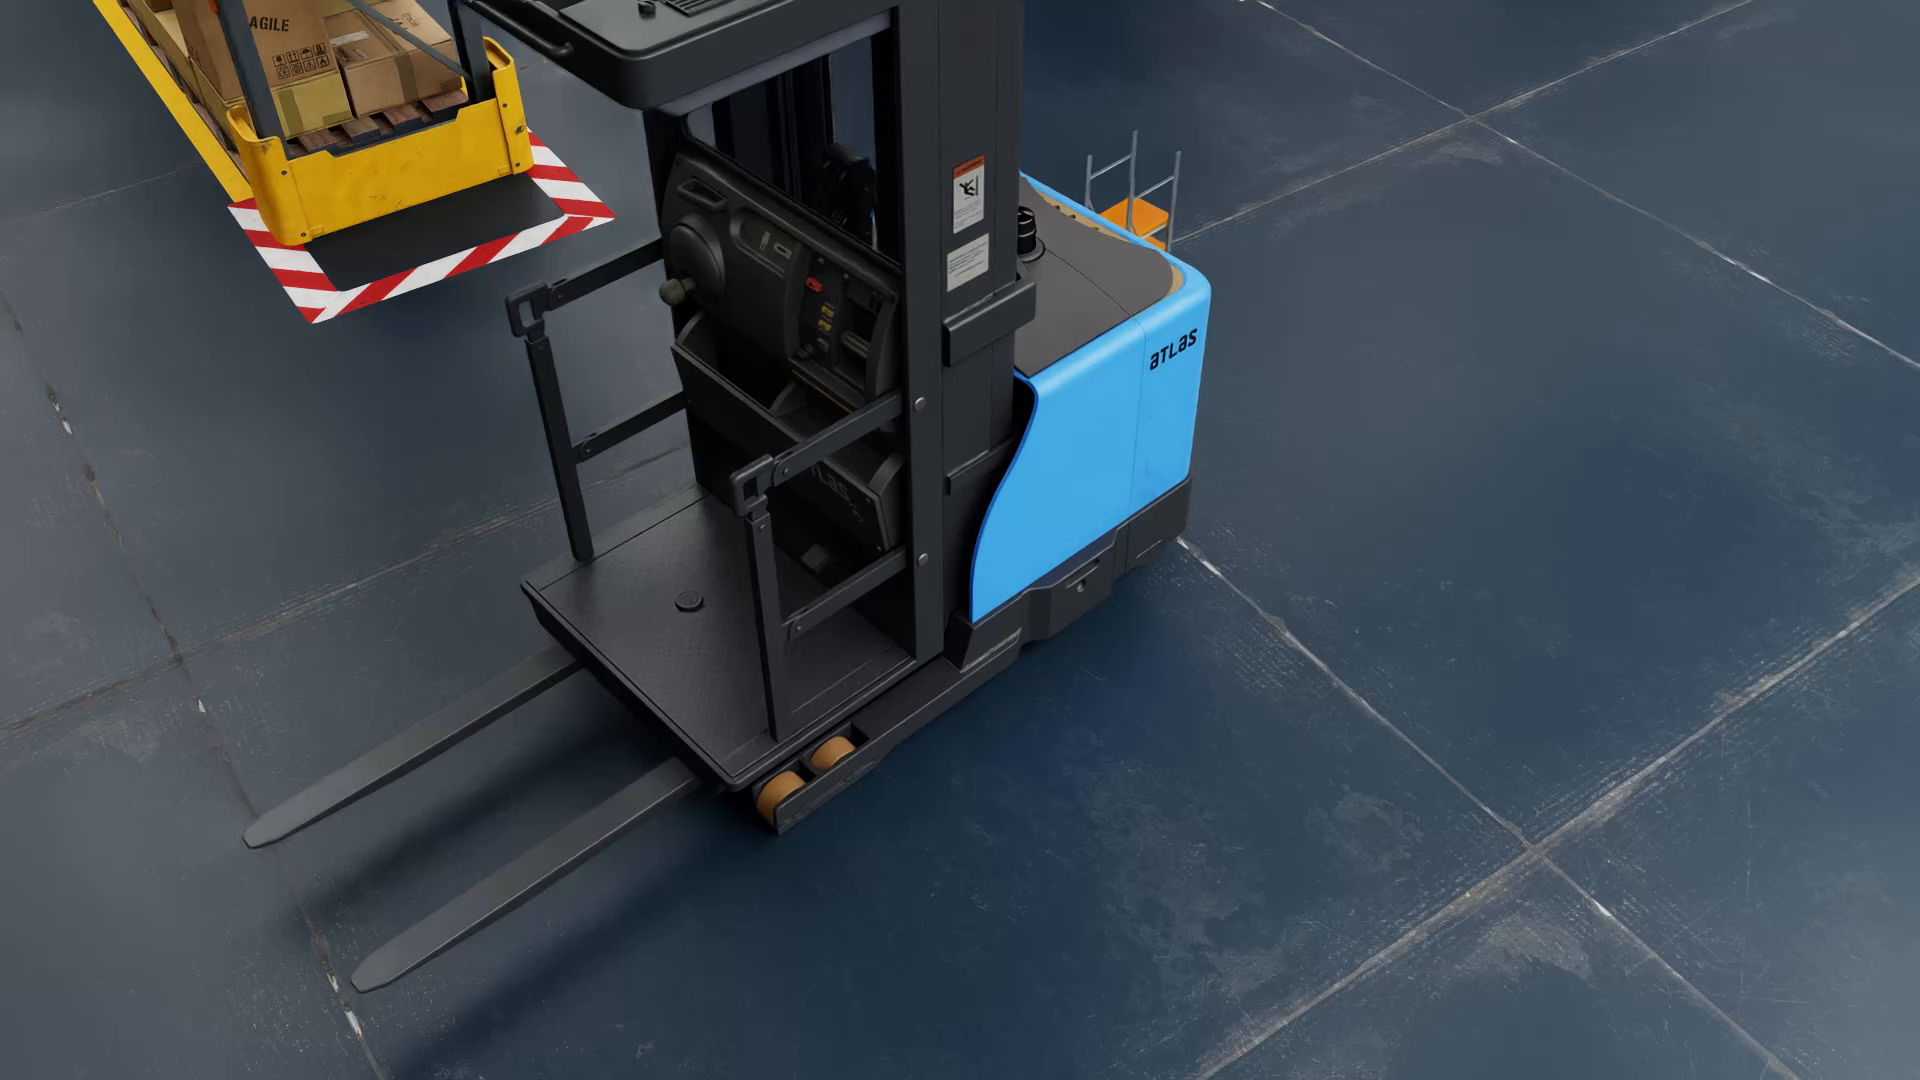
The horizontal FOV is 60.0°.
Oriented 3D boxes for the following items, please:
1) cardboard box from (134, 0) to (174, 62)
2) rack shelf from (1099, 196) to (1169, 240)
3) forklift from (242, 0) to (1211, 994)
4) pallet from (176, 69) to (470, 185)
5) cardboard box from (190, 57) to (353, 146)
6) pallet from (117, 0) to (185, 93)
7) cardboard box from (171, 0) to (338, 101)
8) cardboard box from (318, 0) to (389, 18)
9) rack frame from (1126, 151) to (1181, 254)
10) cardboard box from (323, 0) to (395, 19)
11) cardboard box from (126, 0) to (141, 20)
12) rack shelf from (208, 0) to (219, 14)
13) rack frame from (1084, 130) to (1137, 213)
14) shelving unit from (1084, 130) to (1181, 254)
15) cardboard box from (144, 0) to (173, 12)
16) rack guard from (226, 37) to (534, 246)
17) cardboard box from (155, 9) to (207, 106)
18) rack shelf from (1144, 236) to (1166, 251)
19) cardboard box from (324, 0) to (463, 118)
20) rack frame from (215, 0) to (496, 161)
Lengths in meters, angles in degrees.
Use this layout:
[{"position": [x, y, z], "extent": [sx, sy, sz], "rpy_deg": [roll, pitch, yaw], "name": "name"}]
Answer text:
[{"position": [-3.628, -2.560, 7.946], "extent": [0.500, 0.250, 0.500], "rpy_deg": [-26, 49, -24], "name": "cardboard box"}, {"position": [0.553, -1.024, 5.496], "extent": [0.258, 0.103, 0.180], "rpy_deg": [-34, 53, -30], "name": "rack shelf"}, {"position": [-0.642, -0.627, 4.285], "extent": [3.031, 2.935, 1.130], "rpy_deg": [-33, 53, -30], "name": "forklift"}, {"position": [-2.967, -2.063, 7.758], "extent": [1.003, 0.211, 1.213], "rpy_deg": [-26, 49, -24], "name": "pallet"}, {"position": [-3.044, -1.999, 7.359], "extent": [0.500, 0.250, 0.500], "rpy_deg": [-26, 49, -24], "name": "cardboard box"}, {"position": [-3.661, -2.753, 8.481], "extent": [1.003, 0.211, 1.213], "rpy_deg": [-26, 49, -24], "name": "pallet"}, {"position": [-3.046, -2.269, 7.099], "extent": [0.500, 0.500, 0.500], "rpy_deg": [-26, 49, -24], "name": "cardboard box"}, {"position": [-2.907, -2.757, 7.610], "extent": [0.500, 0.500, 0.500], "rpy_deg": [-26, 49, -24], "name": "cardboard box"}, {"position": [0.617, -0.750, 5.667], "extent": [0.240, 1.200, 0.006], "rpy_deg": [-34, 53, -30], "name": "rack frame"}, {"position": [-2.909, -2.485, 7.868], "extent": [0.500, 0.250, 0.500], "rpy_deg": [-26, 49, -24], "name": "cardboard box"}, {"position": [-3.912, -2.844, 8.244], "extent": [0.500, 0.250, 0.500], "rpy_deg": [-26, 49, -24], "name": "cardboard box"}, {"position": [-3.639, -3.527, 7.793], "extent": [1.077, 0.370, 4.000], "rpy_deg": [-26, 49, -24], "name": "rack shelf"}, {"position": [0.490, -0.841, 5.762], "extent": [0.240, 1.200, 0.006], "rpy_deg": [-34, 53, -30], "name": "rack frame"}, {"position": [0.553, -0.795, 5.714], "extent": [0.258, 1.200, 0.189], "rpy_deg": [-34, 53, -30], "name": "shelving unit"}, {"position": [-3.630, -2.830, 7.686], "extent": [0.500, 0.500, 0.500], "rpy_deg": [-26, 49, -24], "name": "cardboard box"}, {"position": [-2.482, -1.737, 7.207], "extent": [1.175, 0.500, 0.348], "rpy_deg": [-26, 49, -24], "name": "rack guard"}, {"position": [-3.340, -2.277, 7.650], "extent": [0.500, 0.250, 0.500], "rpy_deg": [-26, 49, -24], "name": "cardboard box"}, {"position": [0.553, -0.937, 5.579], "extent": [0.258, 0.103, 0.180], "rpy_deg": [-34, 53, -30], "name": "rack shelf"}, {"position": [-2.620, -2.204, 7.573], "extent": [0.500, 0.250, 0.500], "rpy_deg": [-26, 49, -24], "name": "cardboard box"}, {"position": [-2.495, -2.655, 6.358], "extent": [1.000, 3.000, 0.127], "rpy_deg": [-26, 49, -24], "name": "rack frame"}]
